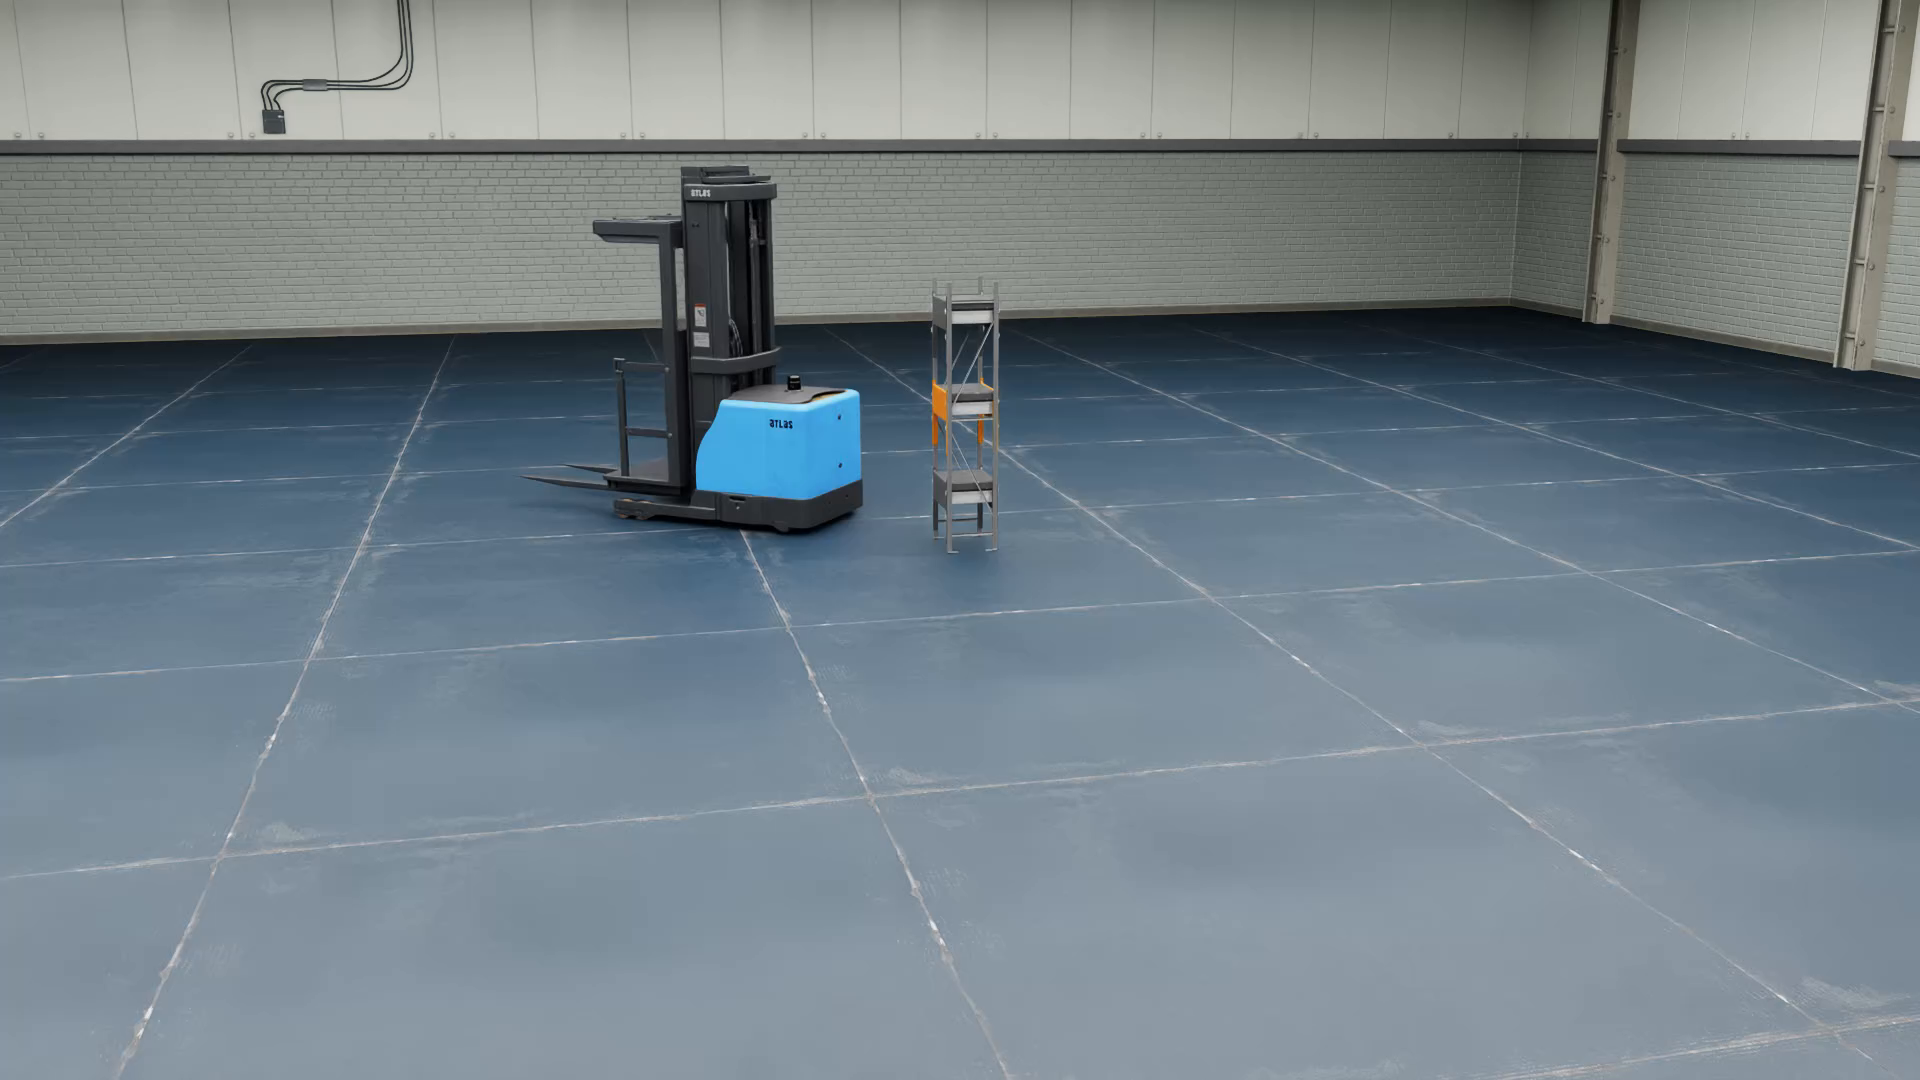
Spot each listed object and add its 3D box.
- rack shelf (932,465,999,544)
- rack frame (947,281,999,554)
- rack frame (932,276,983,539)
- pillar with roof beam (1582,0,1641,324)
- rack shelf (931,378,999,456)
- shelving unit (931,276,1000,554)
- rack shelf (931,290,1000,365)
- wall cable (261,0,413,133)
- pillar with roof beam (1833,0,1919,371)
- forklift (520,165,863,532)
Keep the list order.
[{"bbox_3d":[0.039,-0.289,13.191,0.431,0.518,0.480,-3,14,-13],"label":"rack shelf"},{"bbox_3d":[0.096,-0.926,12.791,0.400,2.100,0.015,-3,14,-13],"label":"rack frame"},{"bbox_3d":[-0.018,-1.038,13.252,0.400,2.100,0.015,-3,14,-13],"label":"rack frame"},{"bbox_3d":[6.881,-7.914,26.860,9.100,9.000,0.400,-3,14,-13],"label":"pillar with roof beam"},{"bbox_3d":[0.039,-0.969,13.025,0.431,0.518,0.480,-3,14,-13],"label":"rack shelf"},{"bbox_3d":[0.039,-0.982,13.022,0.431,2.100,0.503,-3,14,-13],"label":"shelving unit"},{"bbox_3d":[0.039,-1.649,12.859,0.431,0.518,0.480,-3,14,-13],"label":"rack shelf"},{"bbox_3d":[-9.729,-9.329,25.486,2.305,6.003,0.169,-3,14,-13],"label":"wall cable"},{"bbox_3d":[8.290,-6.530,21.195,9.100,9.000,0.400,-3,14,-13],"label":"pillar with roof beam"},{"bbox_3d":[-2.399,-1.699,14.204,3.031,2.935,1.130,6,15,23],"label":"forklift"}]
